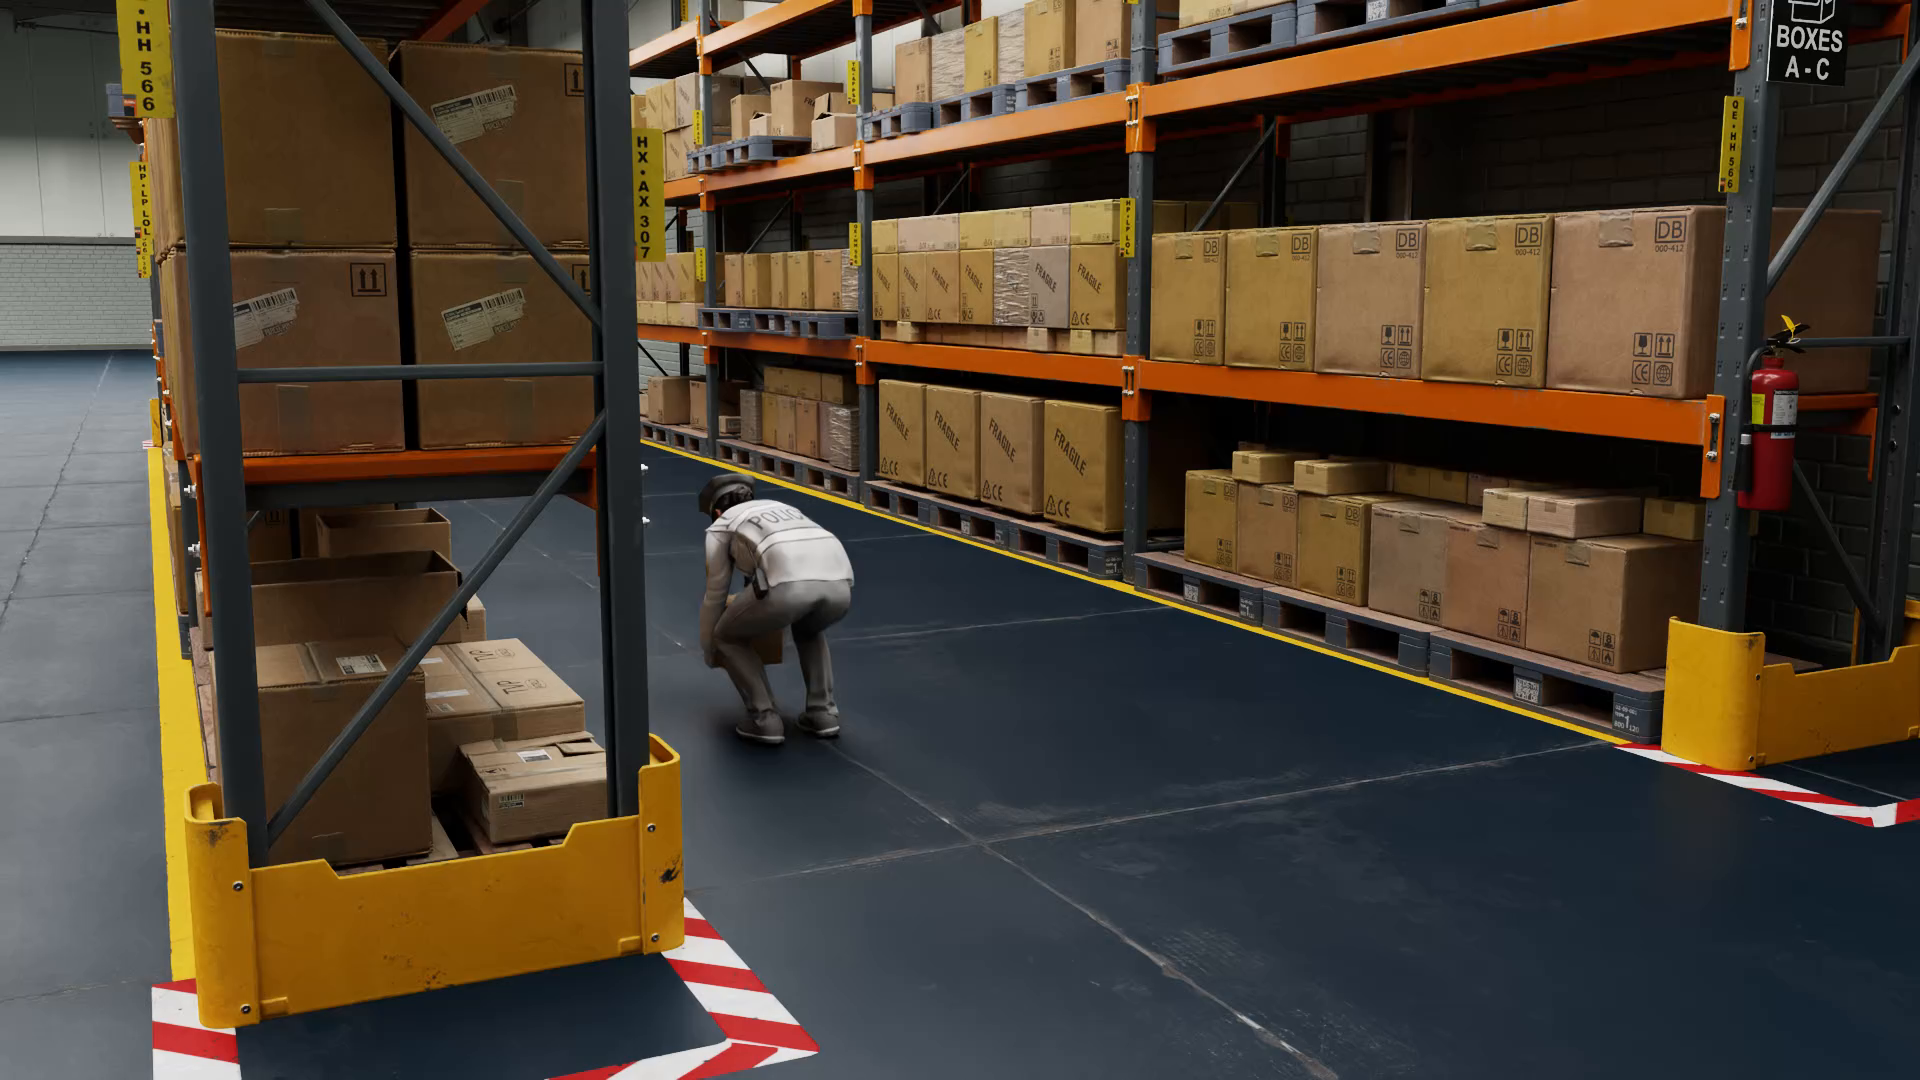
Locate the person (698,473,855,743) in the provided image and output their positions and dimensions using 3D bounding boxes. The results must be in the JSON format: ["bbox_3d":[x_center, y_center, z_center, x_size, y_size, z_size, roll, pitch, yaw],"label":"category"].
[{"bbox_3d":[-0.741,0.253,6.482,0.467,0.981,0.903,-5,10,-30],"label":"person"}]
